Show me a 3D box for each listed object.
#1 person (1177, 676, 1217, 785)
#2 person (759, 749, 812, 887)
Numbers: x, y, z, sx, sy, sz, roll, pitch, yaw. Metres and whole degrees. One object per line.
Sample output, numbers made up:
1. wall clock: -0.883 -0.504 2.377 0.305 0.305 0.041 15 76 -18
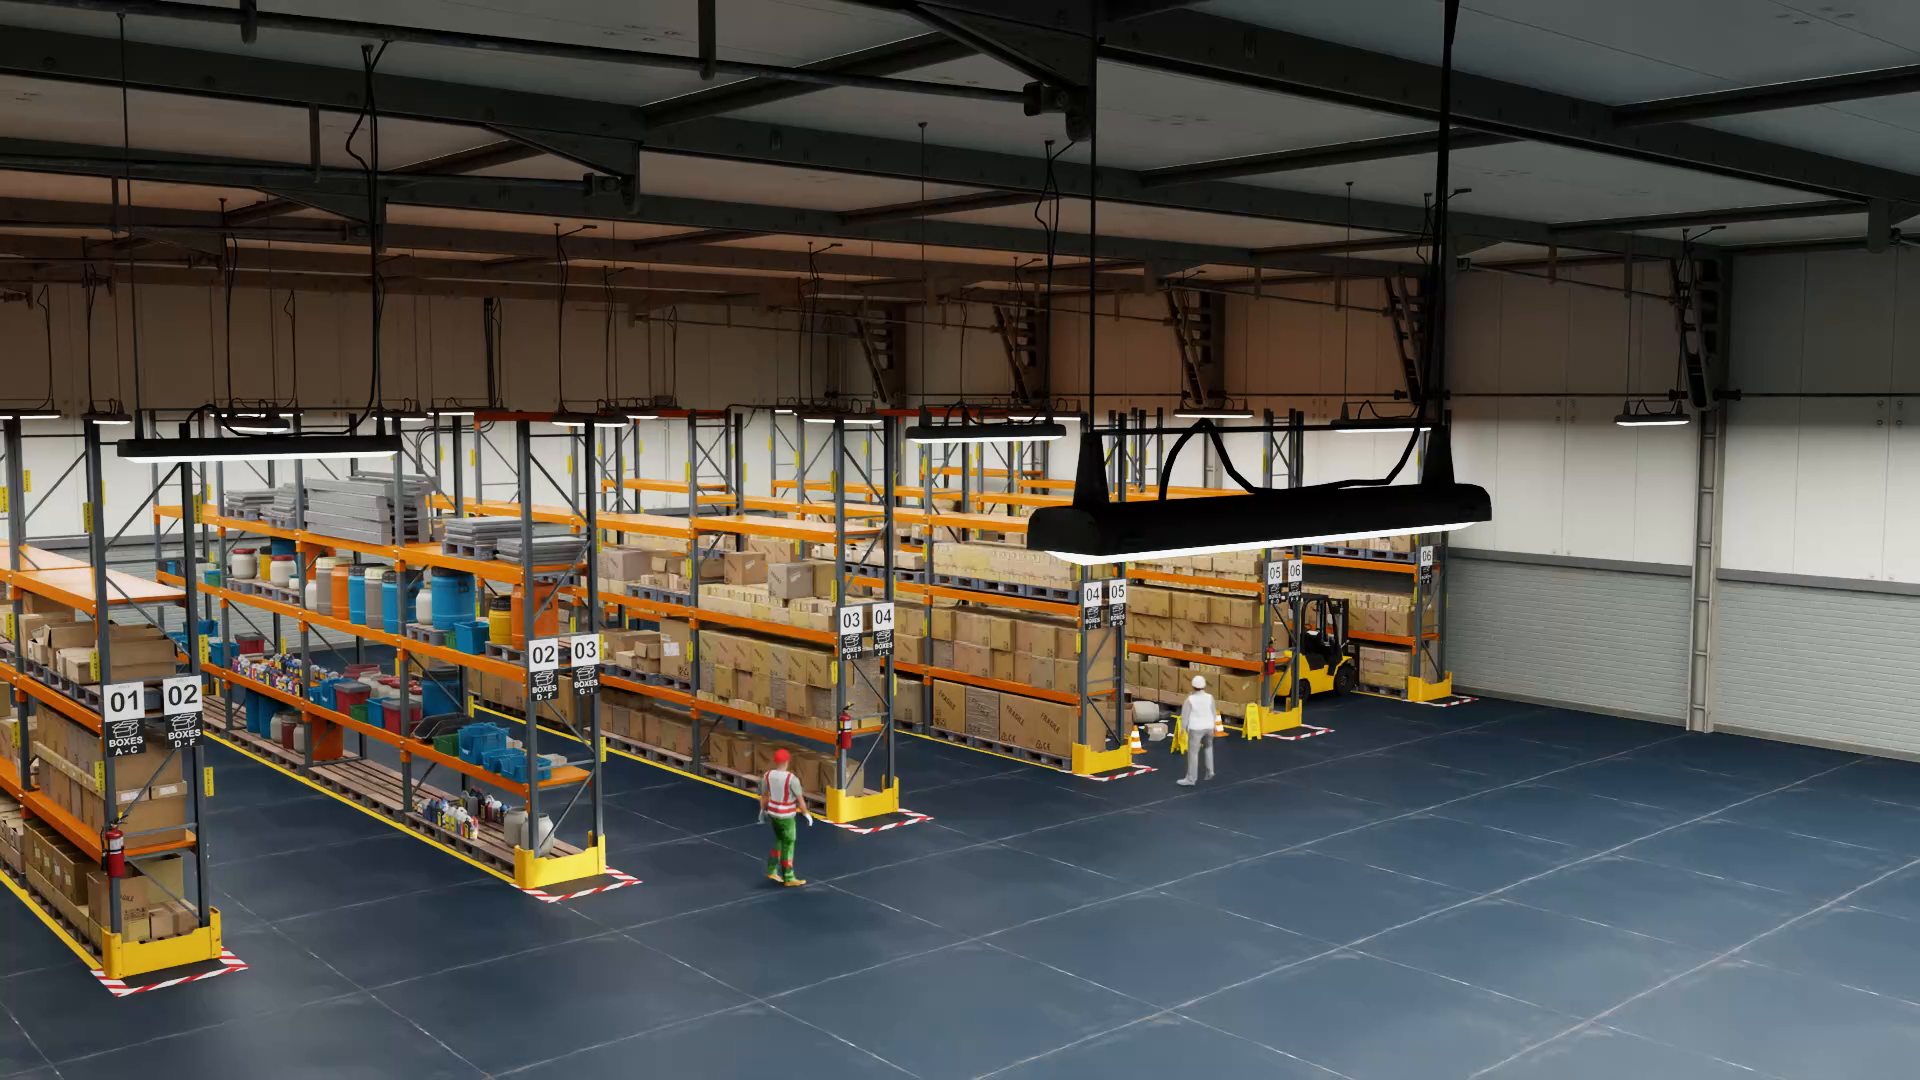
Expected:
1. person: 3.864 3.066 26.969 0.702 1.769 0.406 -2 6 -25
2. person: -2.254 3.562 21.444 0.552 1.801 0.631 -5 7 -42
